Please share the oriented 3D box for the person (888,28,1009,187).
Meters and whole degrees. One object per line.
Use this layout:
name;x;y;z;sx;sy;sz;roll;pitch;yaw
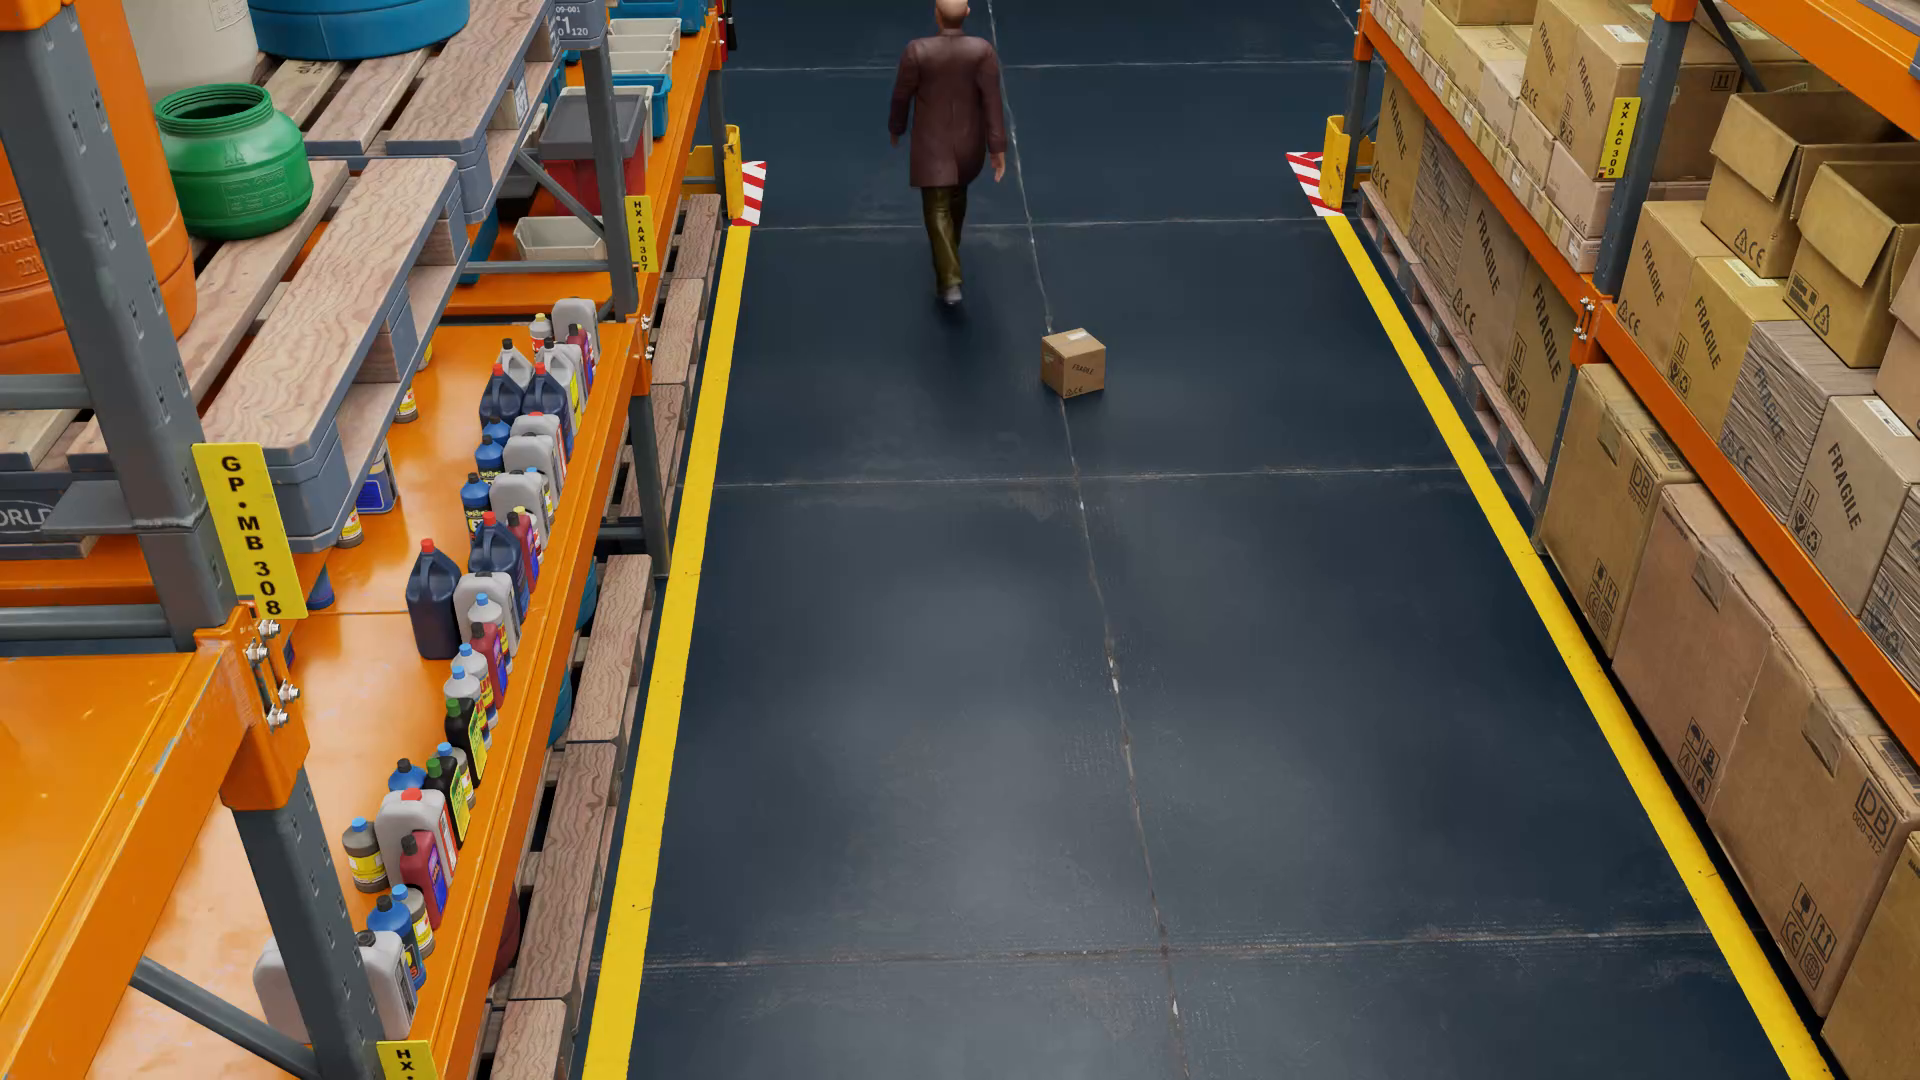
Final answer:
person;-0.078;-2.432;9.346;0.619;0.950;0.530;-7;35;-11
